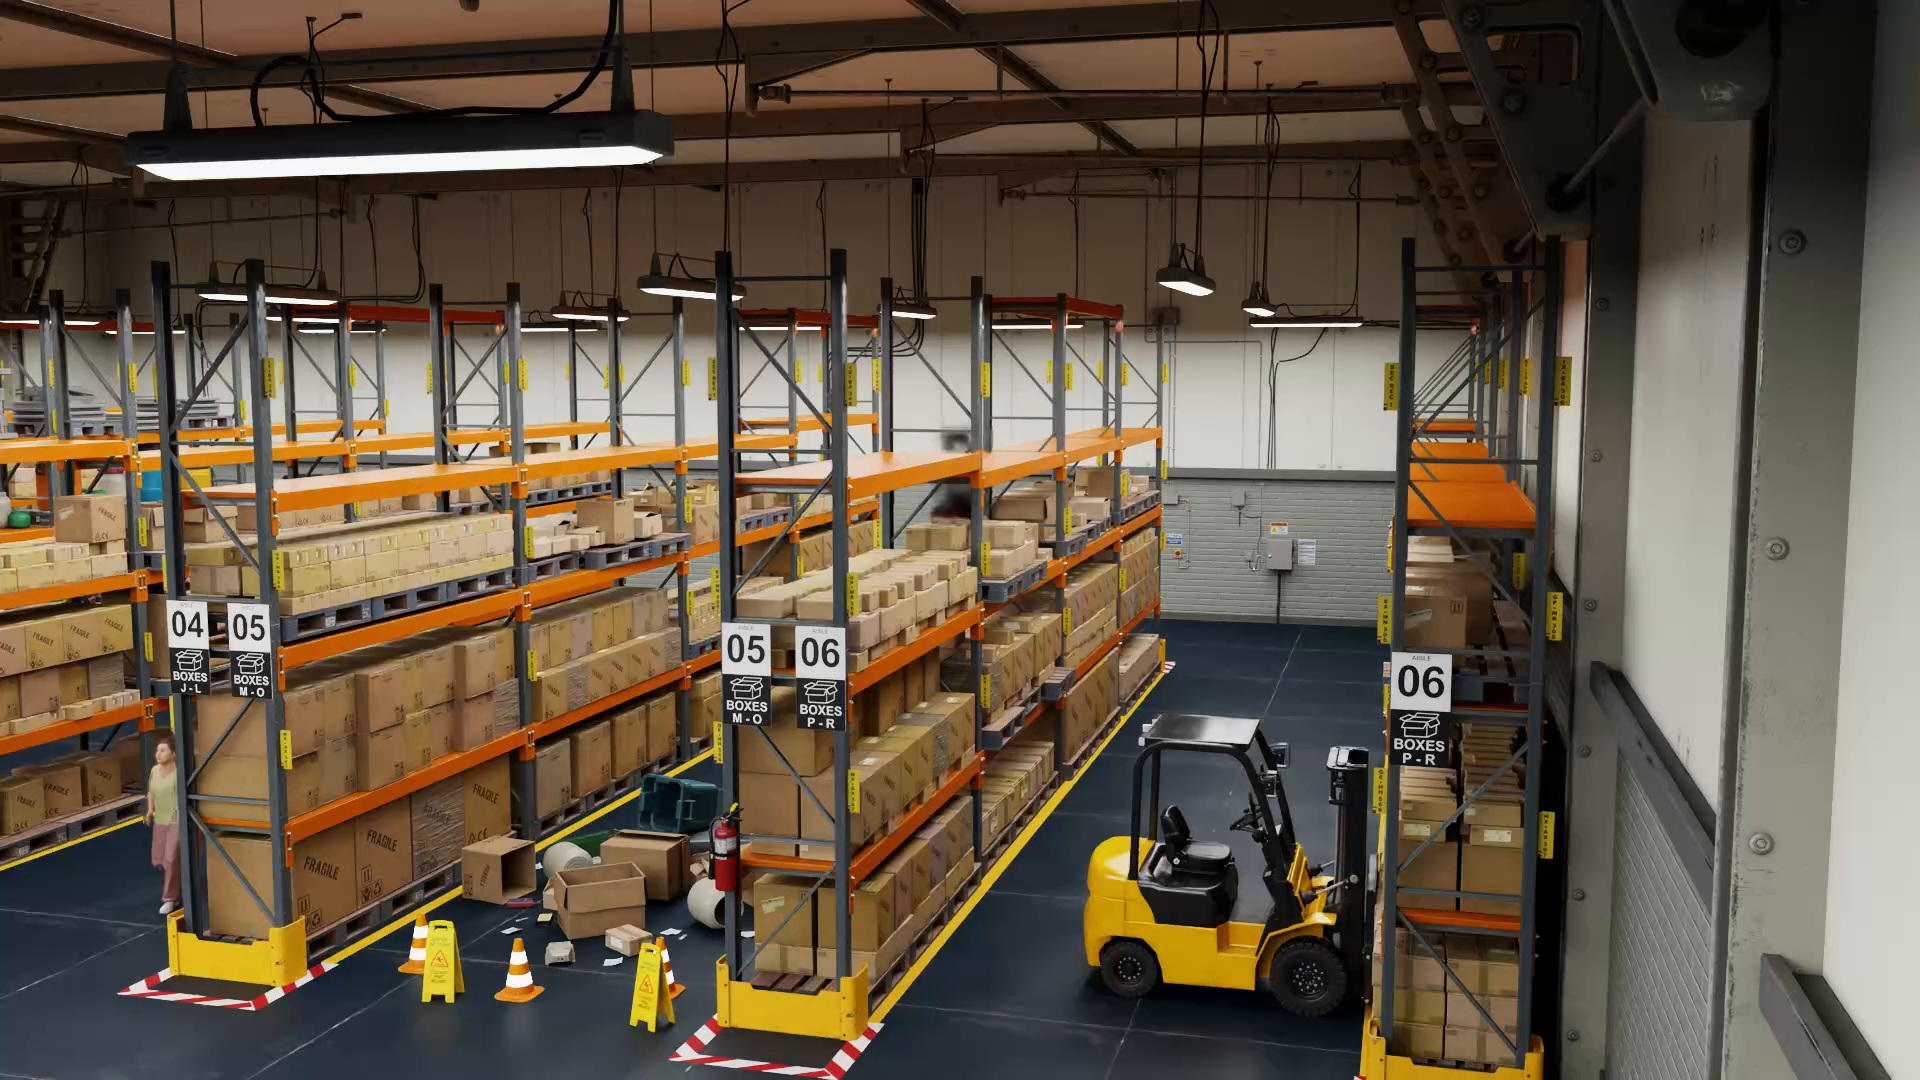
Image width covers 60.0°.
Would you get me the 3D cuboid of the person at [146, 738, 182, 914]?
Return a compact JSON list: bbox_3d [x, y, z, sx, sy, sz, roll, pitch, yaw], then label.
[{"bbox_3d":[-7.476,2.688,15.888,0.578,1.643,0.610,1,6,5],"label":"person"}]
